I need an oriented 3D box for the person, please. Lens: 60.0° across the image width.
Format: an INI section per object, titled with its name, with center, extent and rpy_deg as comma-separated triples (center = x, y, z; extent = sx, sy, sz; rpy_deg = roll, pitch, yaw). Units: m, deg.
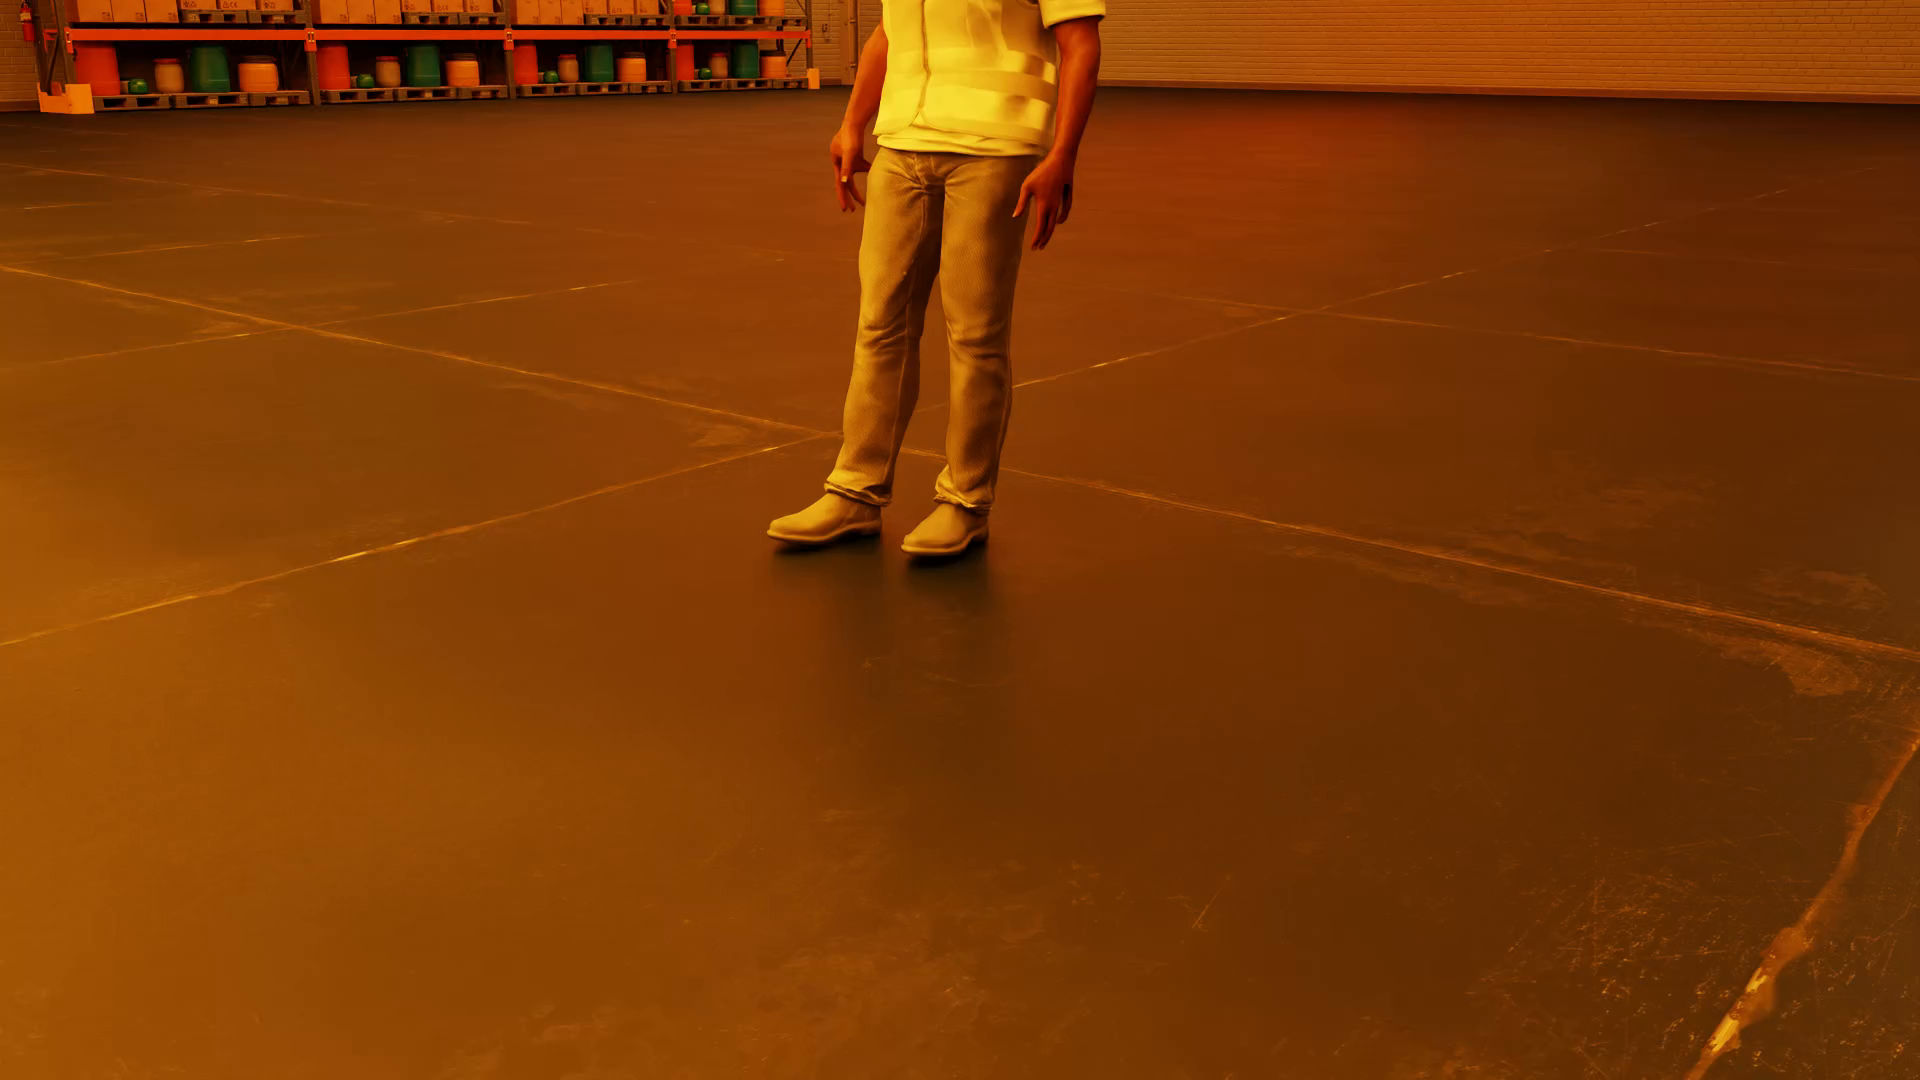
[person]
center = -0.049, -0.837, 3.635
extent = 0.665, 1.768, 0.575
rpy_deg = 13, 21, 37
